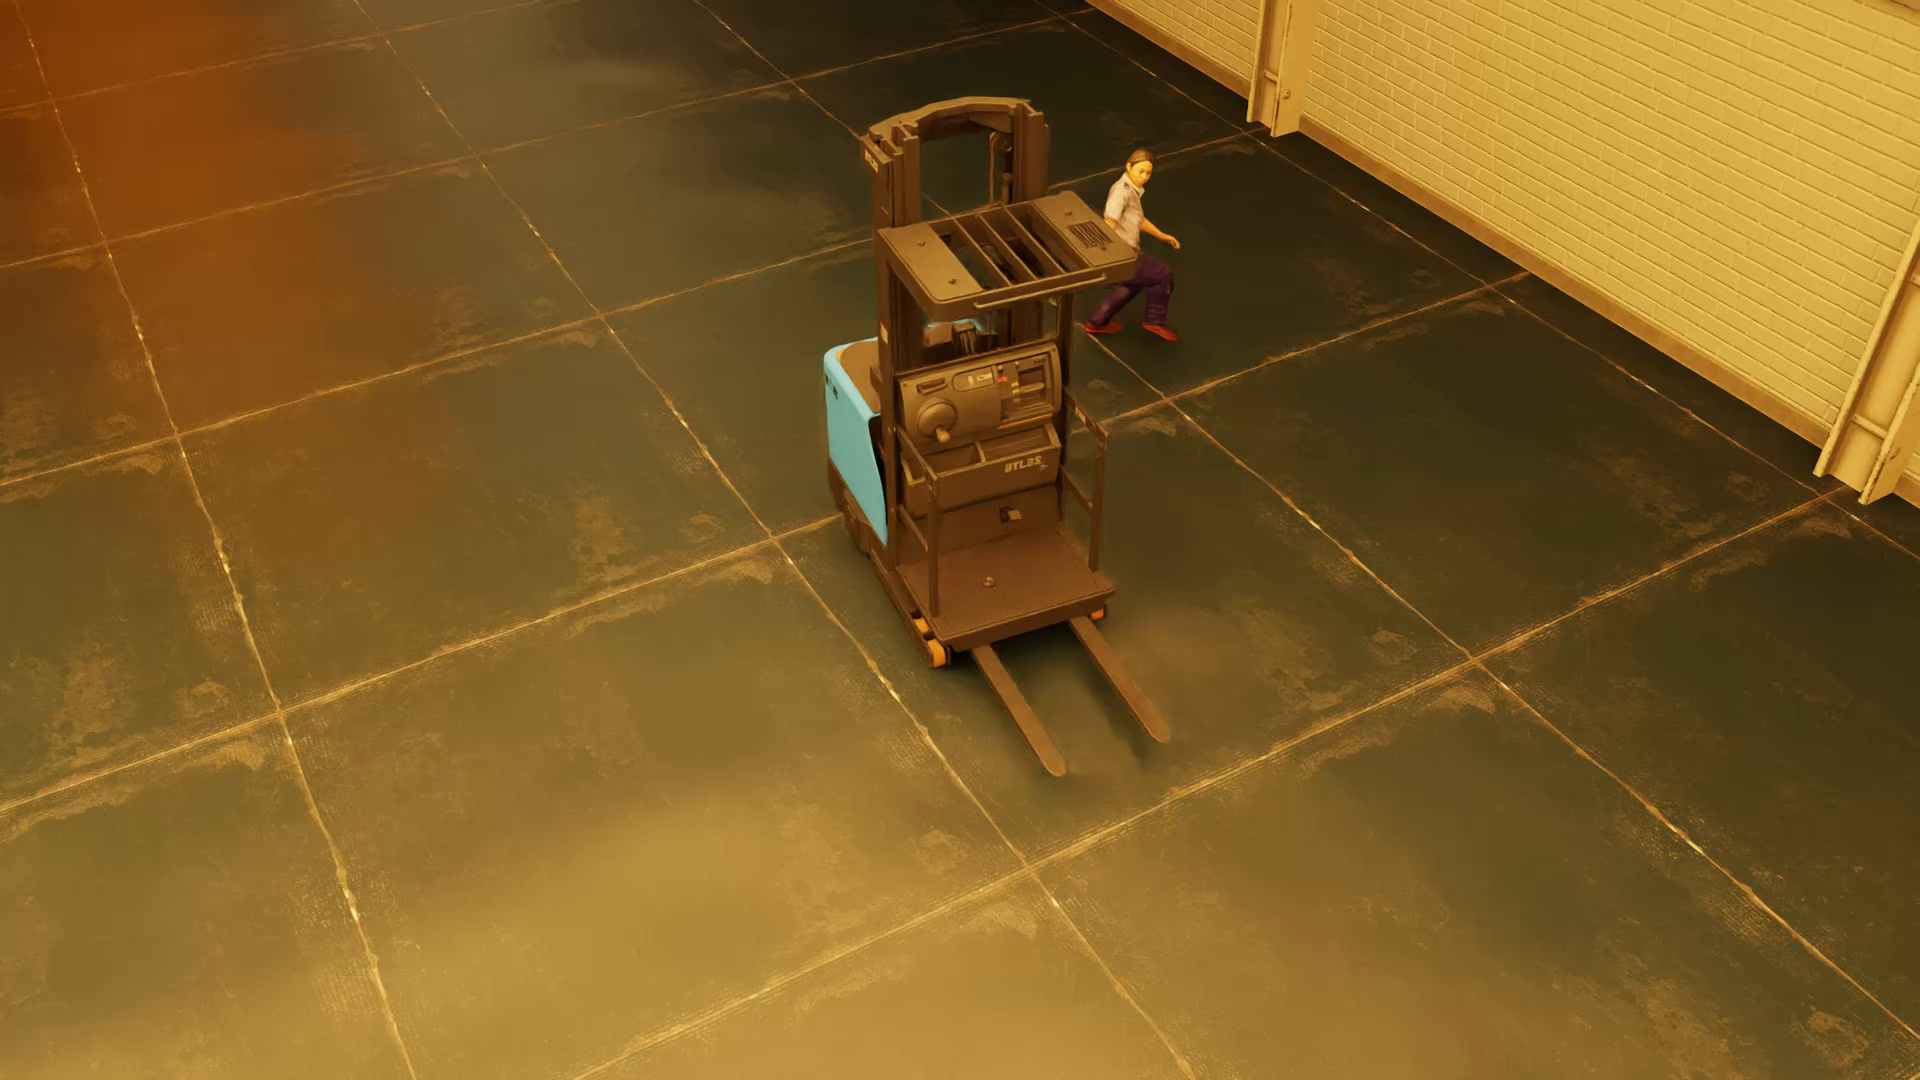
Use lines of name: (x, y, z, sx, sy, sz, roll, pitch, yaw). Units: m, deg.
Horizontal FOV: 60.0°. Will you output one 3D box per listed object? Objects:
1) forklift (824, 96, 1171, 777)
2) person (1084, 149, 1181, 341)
forklift: (0.205, -0.715, 8.898, 1.130, 2.935, 3.031, -15, 42, -18)
person: (1.237, -1.996, 11.624, 0.713, 1.460, 0.705, -7, 40, -9)
